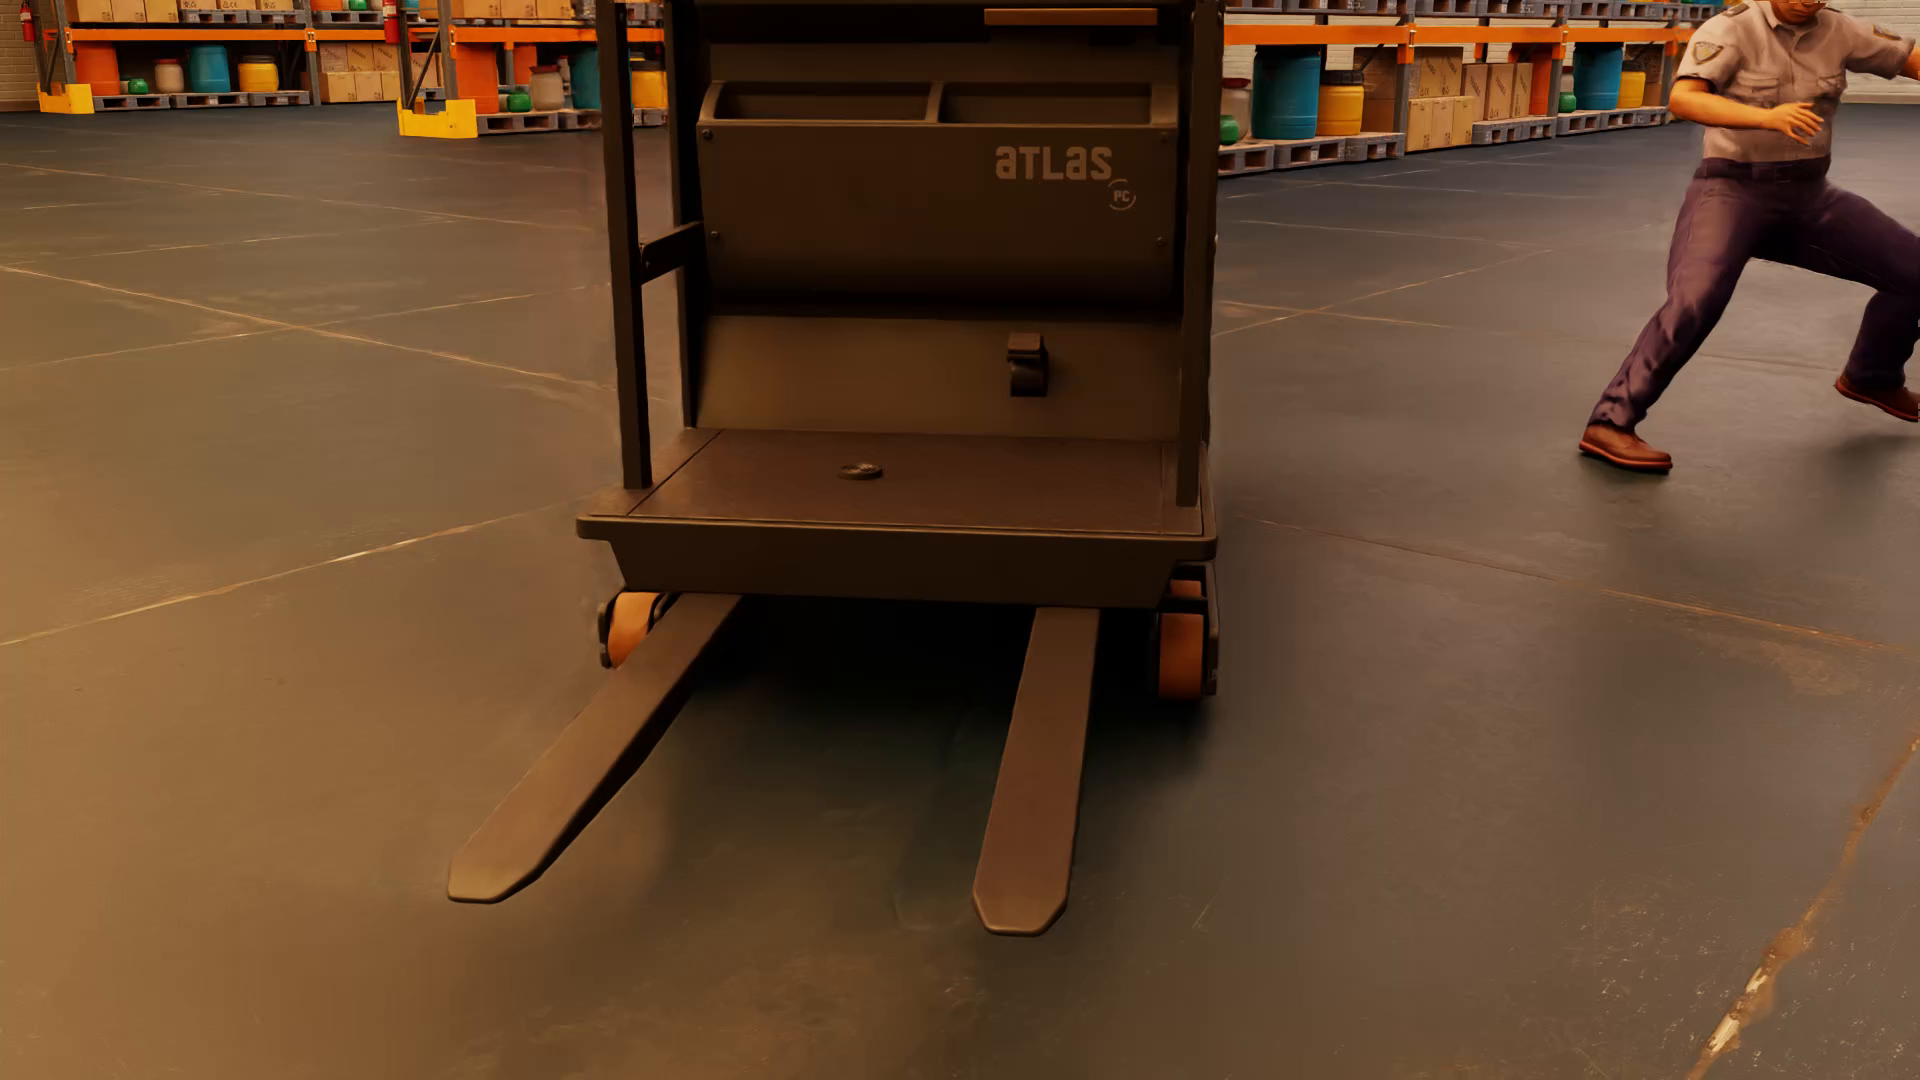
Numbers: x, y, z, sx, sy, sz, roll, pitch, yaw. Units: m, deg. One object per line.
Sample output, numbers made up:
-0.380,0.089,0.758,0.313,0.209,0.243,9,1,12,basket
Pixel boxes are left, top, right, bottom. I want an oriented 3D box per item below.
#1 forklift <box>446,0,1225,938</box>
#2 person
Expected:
-0.065,-1.215,2.900,1.130,2.935,3.031,2,17,6,forklift
2.374,-0.967,4.665,1.225,1.431,0.630,-1,17,-5,person
